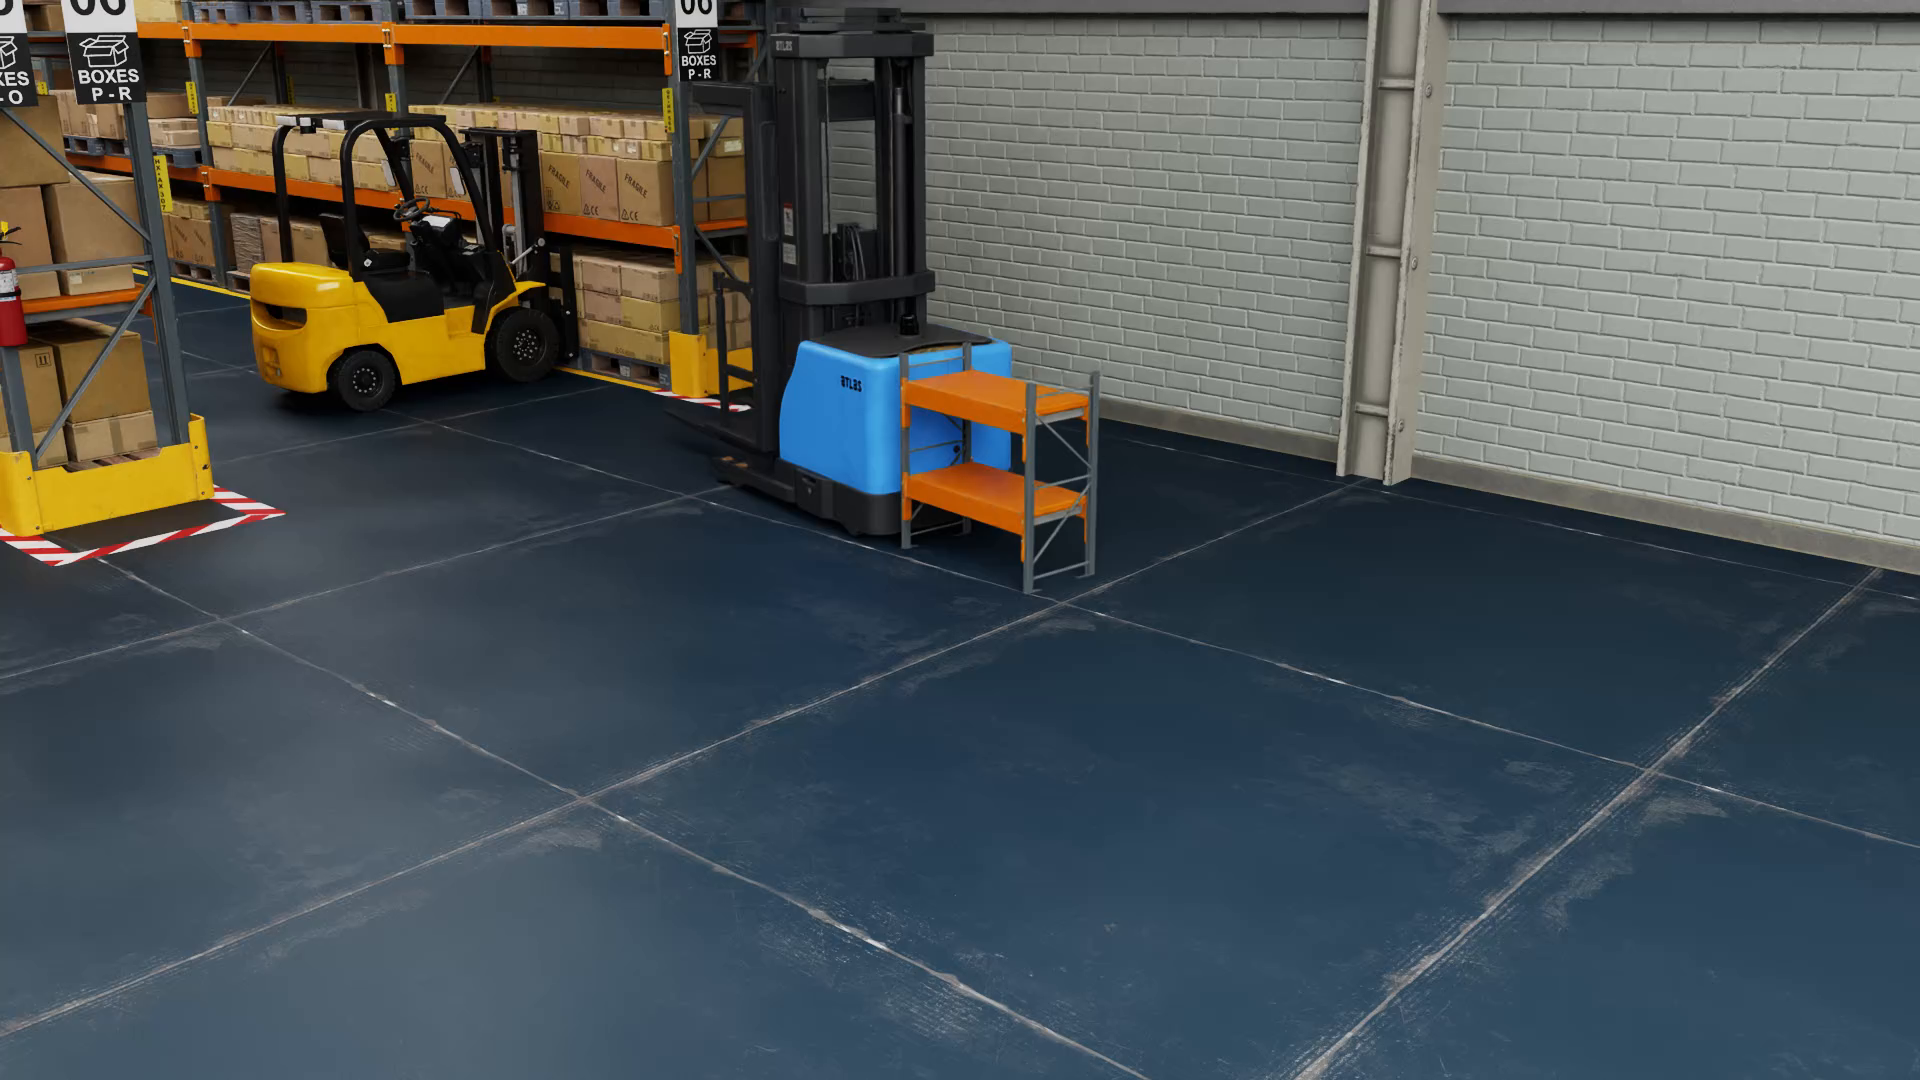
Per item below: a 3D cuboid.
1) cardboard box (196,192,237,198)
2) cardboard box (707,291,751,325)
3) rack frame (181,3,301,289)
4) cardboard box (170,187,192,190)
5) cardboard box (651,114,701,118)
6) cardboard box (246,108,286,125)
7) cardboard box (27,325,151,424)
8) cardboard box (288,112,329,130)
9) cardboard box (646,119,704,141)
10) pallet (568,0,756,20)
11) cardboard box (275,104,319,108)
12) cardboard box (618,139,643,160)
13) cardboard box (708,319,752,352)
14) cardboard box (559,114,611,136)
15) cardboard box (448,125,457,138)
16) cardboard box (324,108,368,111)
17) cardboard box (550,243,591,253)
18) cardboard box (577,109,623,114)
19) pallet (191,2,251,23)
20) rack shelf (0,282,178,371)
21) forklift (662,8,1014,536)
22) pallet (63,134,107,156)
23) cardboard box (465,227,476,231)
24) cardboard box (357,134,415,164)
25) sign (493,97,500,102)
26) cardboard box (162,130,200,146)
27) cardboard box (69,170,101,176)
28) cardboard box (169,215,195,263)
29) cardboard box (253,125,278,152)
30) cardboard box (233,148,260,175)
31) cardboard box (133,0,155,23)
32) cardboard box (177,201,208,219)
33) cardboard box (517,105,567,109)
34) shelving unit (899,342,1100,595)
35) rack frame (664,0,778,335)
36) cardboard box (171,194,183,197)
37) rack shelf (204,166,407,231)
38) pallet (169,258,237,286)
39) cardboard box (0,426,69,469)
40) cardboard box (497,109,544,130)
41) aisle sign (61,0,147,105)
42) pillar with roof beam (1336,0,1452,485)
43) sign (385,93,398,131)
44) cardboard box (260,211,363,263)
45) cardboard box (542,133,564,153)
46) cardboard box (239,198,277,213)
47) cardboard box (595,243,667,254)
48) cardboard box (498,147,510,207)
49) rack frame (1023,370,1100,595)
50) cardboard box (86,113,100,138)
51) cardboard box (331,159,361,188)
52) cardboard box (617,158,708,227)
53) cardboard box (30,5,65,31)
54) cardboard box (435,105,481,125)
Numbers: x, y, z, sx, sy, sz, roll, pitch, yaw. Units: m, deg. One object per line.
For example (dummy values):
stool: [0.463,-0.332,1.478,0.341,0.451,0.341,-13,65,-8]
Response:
cardboard box: [-8.795,-4.023,19.696,0.250,0.149,0.380,14,23,38]
cardboard box: [-2.053,-1.985,13.932,0.500,0.250,0.500,16,23,40]
rack frame: [-7.823,-4.322,18.271,0.127,3.000,1.000,15,23,39]
cardboard box: [-9.581,-4.223,20.325,0.250,0.149,0.380,16,24,41]
cardboard box: [-2.329,-3.440,13.762,0.250,0.149,0.380,16,23,40]
cardboard box: [-7.166,-4.399,17.277,0.250,0.149,0.380,15,23,40]
cardboard box: [-5.569,-1.068,10.629,0.500,0.500,0.500,14,22,37]
cardboard box: [-6.459,-4.179,16.584,0.250,0.149,0.380,14,23,38]
cardboard box: [-2.247,-3.238,13.128,0.250,0.149,0.380,15,23,39]
pallet: [-2.351,-4.251,13.235,1.213,0.211,1.003,15,23,39]
cardboard box: [-7.175,-4.632,18.010,0.250,0.149,0.380,16,23,41]
cardboard box: [-2.495,-3.123,13.256,0.250,0.149,0.380,16,23,40]
cardboard box: [-2.077,-1.748,14.012,0.500,0.250,0.500,15,23,39]
cardboard box: [-3.071,-3.421,13.704,0.250,0.149,0.380,16,23,41]
cardboard box: [-4.359,-3.654,14.930,0.250,0.149,0.380,15,23,39]
cardboard box: [-6.406,-4.431,17.378,0.250,0.149,0.380,15,23,38]
cardboard box: [-3.534,-2.407,14.437,0.500,0.250,0.500,14,23,38]
cardboard box: [-3.086,-3.647,14.415,0.250,0.149,0.380,15,23,40]
pallet: [-7.256,-5.545,17.480,1.003,0.211,1.213,16,24,42]
rack shelf: [-6.627,-1.650,11.043,4.000,0.370,1.077,15,23,39]
forklift: [-0.953,-1.803,10.449,1.130,2.935,3.031,-12,21,-34]
pallet: [-10.289,-4.848,20.247,1.213,0.211,1.003,15,23,39]
cardboard box: [-4.334,-2.830,15.768,0.500,0.250,0.500,16,23,40]
cardboard box: [-5.368,-3.726,15.816,0.500,0.250,0.500,14,23,38]
sign: [-4.464,-4.095,15.994,0.005,0.325,0.100,15,23,39]
cardboard box: [-8.569,-4.447,18.387,0.250,0.149,0.380,16,23,40]
cardboard box: [-5.691,-2.042,10.431,0.500,0.500,0.500,16,24,41]
cardboard box: [-8.649,-3.470,19.024,0.500,0.500,0.500,15,23,38]
cardboard box: [-6.900,-4.134,17.101,0.500,0.250,0.500,14,23,38]
cardboard box: [-7.280,-4.004,17.517,0.500,0.250,0.500,14,23,38]
cardboard box: [-8.744,-5.829,18.309,0.500,0.250,0.500,15,23,39]
cardboard box: [-8.585,-3.729,18.770,0.250,0.149,0.380,14,22,36]
cardboard box: [-3.796,-3.876,15.135,0.250,0.149,0.380,14,23,38]
shelving unit: [0.198,-0.415,9.060,0.538,1.125,1.048,-15,23,-39]
rack frame: [-1.839,-2.716,13.209,0.127,3.000,1.000,15,23,39]
cardboard box: [-9.333,-3.954,19.478,0.250,0.149,0.380,14,22,37]
rack shelf: [-6.327,-3.577,17.114,4.000,0.370,1.077,15,23,39]
pallet: [-8.356,-3.151,19.192,1.213,0.211,1.003,15,23,39]
cardboard box: [-5.932,-0.588,10.356,0.500,0.250,0.500,15,23,39]
cardboard box: [-3.773,-3.645,14.410,0.250,0.149,0.380,15,23,39]
aisle sign: [-4.879,-2.889,9.457,0.004,0.787,0.394,15,23,39]
pillar with roof beam: [-0.132,-3.740,6.520,0.400,9.000,9.100,15,23,39]
sign: [-5.184,-3.908,15.184,0.005,0.325,0.100,15,23,39]
cardboard box: [-6.871,-3.132,17.754,0.625,0.625,0.875,16,24,41]
cardboard box: [-3.260,-3.331,13.910,0.250,0.149,0.380,15,23,40]
cardboard box: [-8.006,-3.815,19.039,0.250,0.149,0.380,17,24,42]
cardboard box: [-2.816,-2.423,14.487,0.500,0.250,0.500,15,23,39]
cardboard box: [-3.892,-3.216,14.621,0.500,0.500,0.500,15,23,39]
rack frame: [0.530,-0.298,8.693,0.500,1.125,0.032,-15,23,-39]
cardboard box: [-10.030,-4.895,19.606,0.258,0.266,0.396,17,24,42]
cardboard box: [-5.761,-3.589,16.209,0.500,0.250,0.500,15,23,39]
cardboard box: [-2.382,-2.803,13.318,0.500,0.500,0.500,14,23,38]
cardboard box: [-5.164,-3.042,9.694,0.250,0.149,0.380,15,23,39]
cardboard box: [-4.522,-3.858,15.080,0.250,0.149,0.380,15,23,40]
